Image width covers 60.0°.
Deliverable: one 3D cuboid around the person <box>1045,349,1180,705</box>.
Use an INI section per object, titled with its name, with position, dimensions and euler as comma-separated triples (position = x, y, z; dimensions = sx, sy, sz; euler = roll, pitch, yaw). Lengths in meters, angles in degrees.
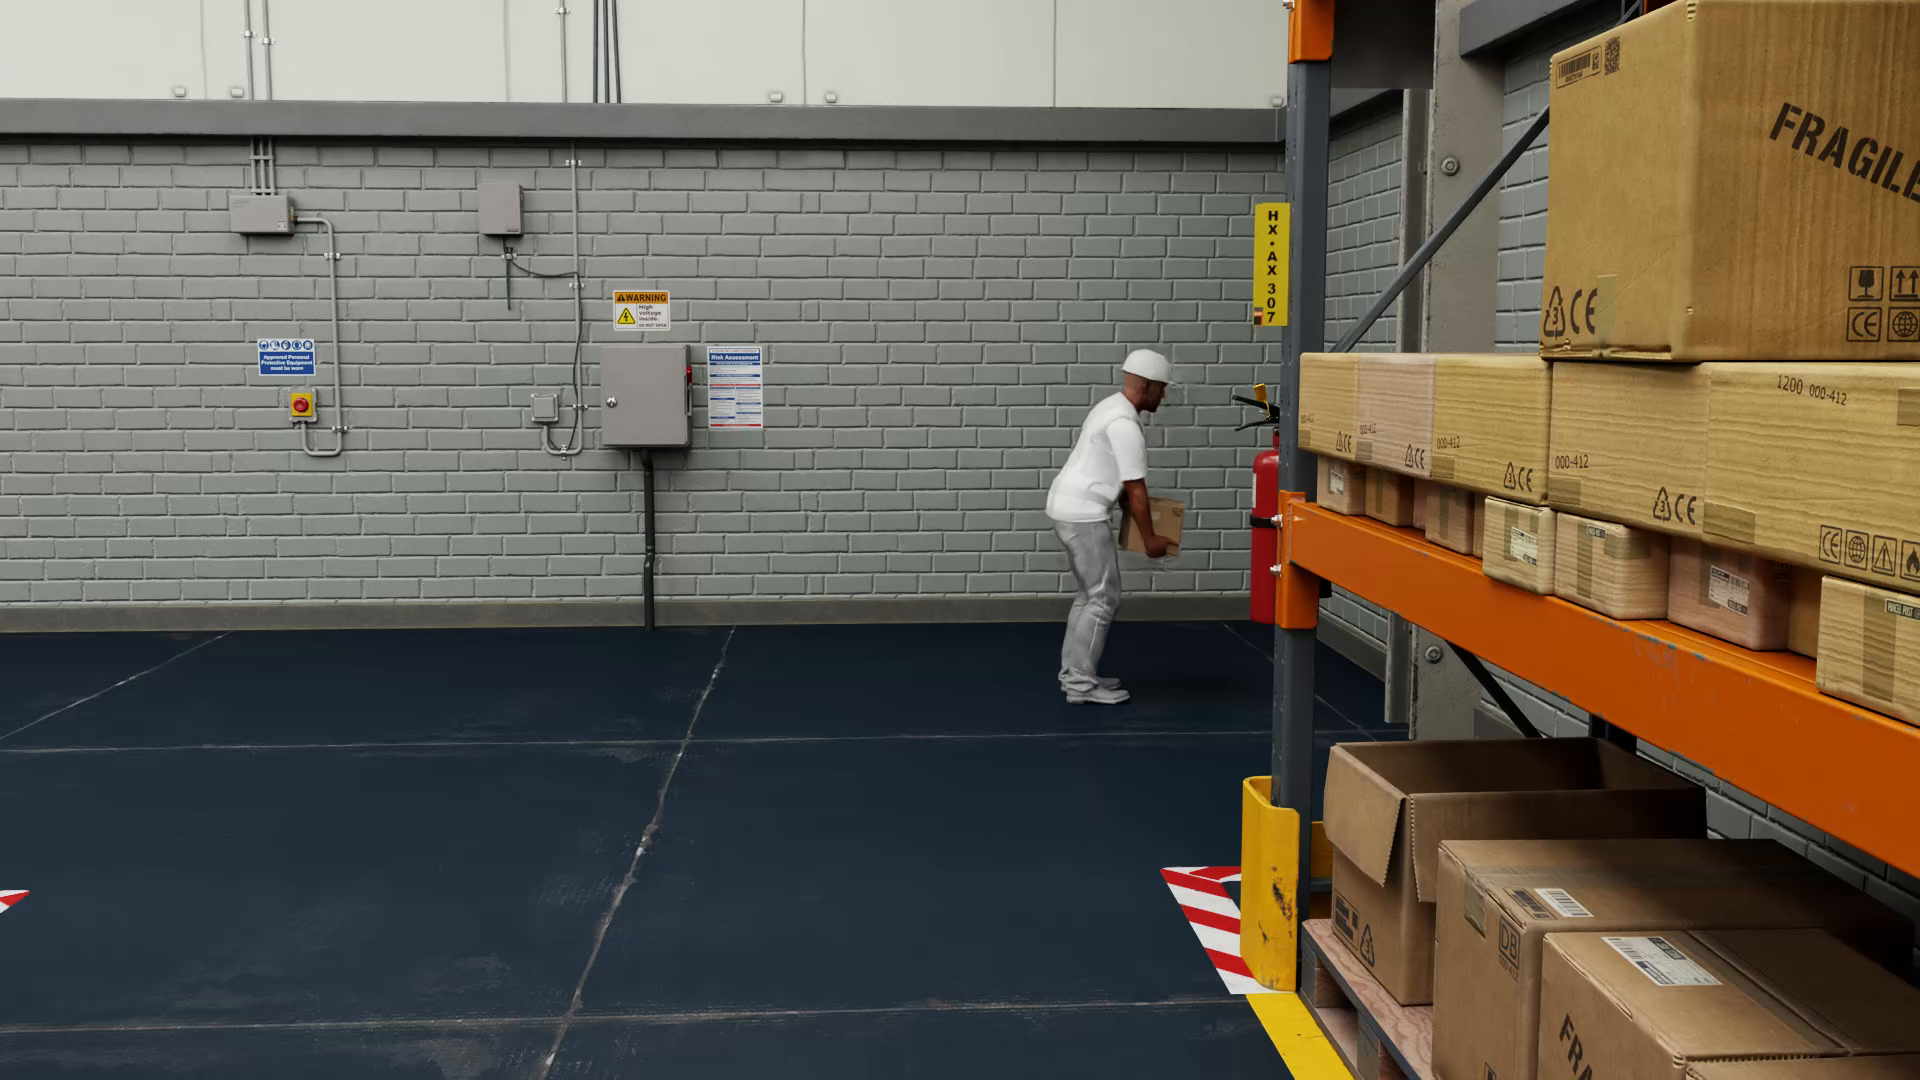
[person]
position = 0.738, -0.075, 8.074
dimensions = 0.636, 1.693, 0.488
euler = -1, 7, -5
